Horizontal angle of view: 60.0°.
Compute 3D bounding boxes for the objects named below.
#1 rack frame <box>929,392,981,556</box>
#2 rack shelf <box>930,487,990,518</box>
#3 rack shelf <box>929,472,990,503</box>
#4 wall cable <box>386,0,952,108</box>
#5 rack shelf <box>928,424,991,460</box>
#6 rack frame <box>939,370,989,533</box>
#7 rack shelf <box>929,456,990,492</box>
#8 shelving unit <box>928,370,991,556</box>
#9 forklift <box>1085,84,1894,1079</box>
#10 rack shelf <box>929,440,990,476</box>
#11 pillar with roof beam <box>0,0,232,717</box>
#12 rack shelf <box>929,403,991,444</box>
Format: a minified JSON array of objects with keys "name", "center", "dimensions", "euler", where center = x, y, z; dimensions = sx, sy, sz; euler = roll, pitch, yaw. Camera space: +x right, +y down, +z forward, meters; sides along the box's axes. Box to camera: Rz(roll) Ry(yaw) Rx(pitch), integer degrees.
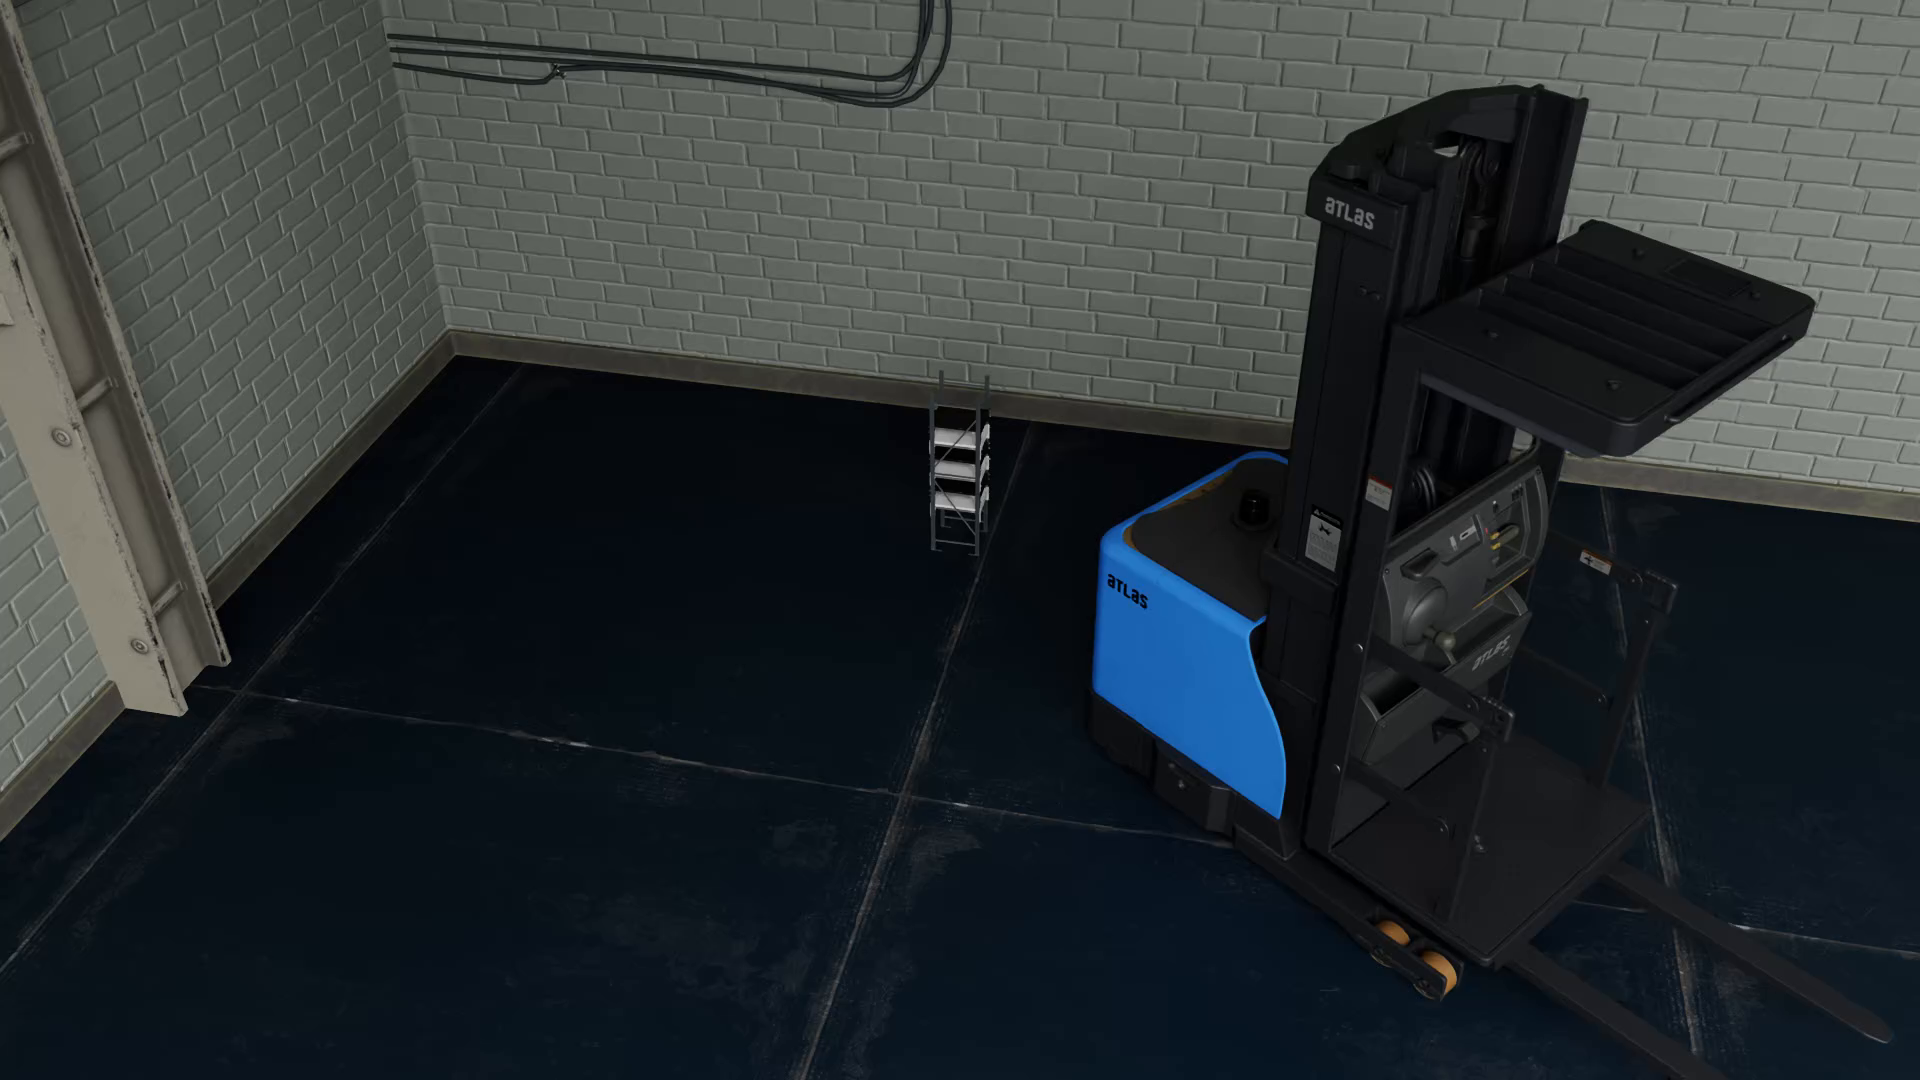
[{"name":"rack frame","center":[-0.023,-0.301,7.899],"dimensions":[0.240,0.900,0.006],"euler":[7,37,10]},{"name":"rack shelf","center":[-0.002,-0.187,8.105],"dimensions":[0.258,0.077,0.200],"euler":[7,37,10]},{"name":"rack shelf","center":[-0.002,-0.260,8.052],"dimensions":[0.258,0.077,0.200],"euler":[7,37,10]},{"name":"wall cable","center":[-1.556,-3.278,7.751],"dimensions":[3.097,2.526,0.112],"euler":[7,37,10]},{"name":"rack shelf","center":[-0.002,-0.478,7.893],"dimensions":[0.258,0.077,0.200],"euler":[7,37,10]},{"name":"rack frame","center":[0.020,-0.418,8.060],"dimensions":[0.240,0.900,0.006],"euler":[7,37,10]},{"name":"rack shelf","center":[-0.002,-0.333,7.999],"dimensions":[0.258,0.077,0.200],"euler":[7,37,10]},{"name":"shelving unit","center":[-0.002,-0.360,7.979],"dimensions":[0.258,0.900,0.210],"euler":[7,37,10]},{"name":"forklift","center":[1.882,0.119,5.589],"dimensions":[1.130,2.935,3.031],"euler":[-28,44,-33]},{"name":"rack shelf","center":[-0.002,-0.406,7.946],"dimensions":[0.258,0.077,0.200],"euler":[7,37,10]},{"name":"pillar with roof beam","center":[0.729,-2.473,3.994],"dimensions":[9.100,9.000,0.400],"euler":[7,37,10]},{"name":"rack shelf","center":[-0.002,-0.551,7.841],"dimensions":[0.258,0.077,0.200],"euler":[7,37,10]}]
